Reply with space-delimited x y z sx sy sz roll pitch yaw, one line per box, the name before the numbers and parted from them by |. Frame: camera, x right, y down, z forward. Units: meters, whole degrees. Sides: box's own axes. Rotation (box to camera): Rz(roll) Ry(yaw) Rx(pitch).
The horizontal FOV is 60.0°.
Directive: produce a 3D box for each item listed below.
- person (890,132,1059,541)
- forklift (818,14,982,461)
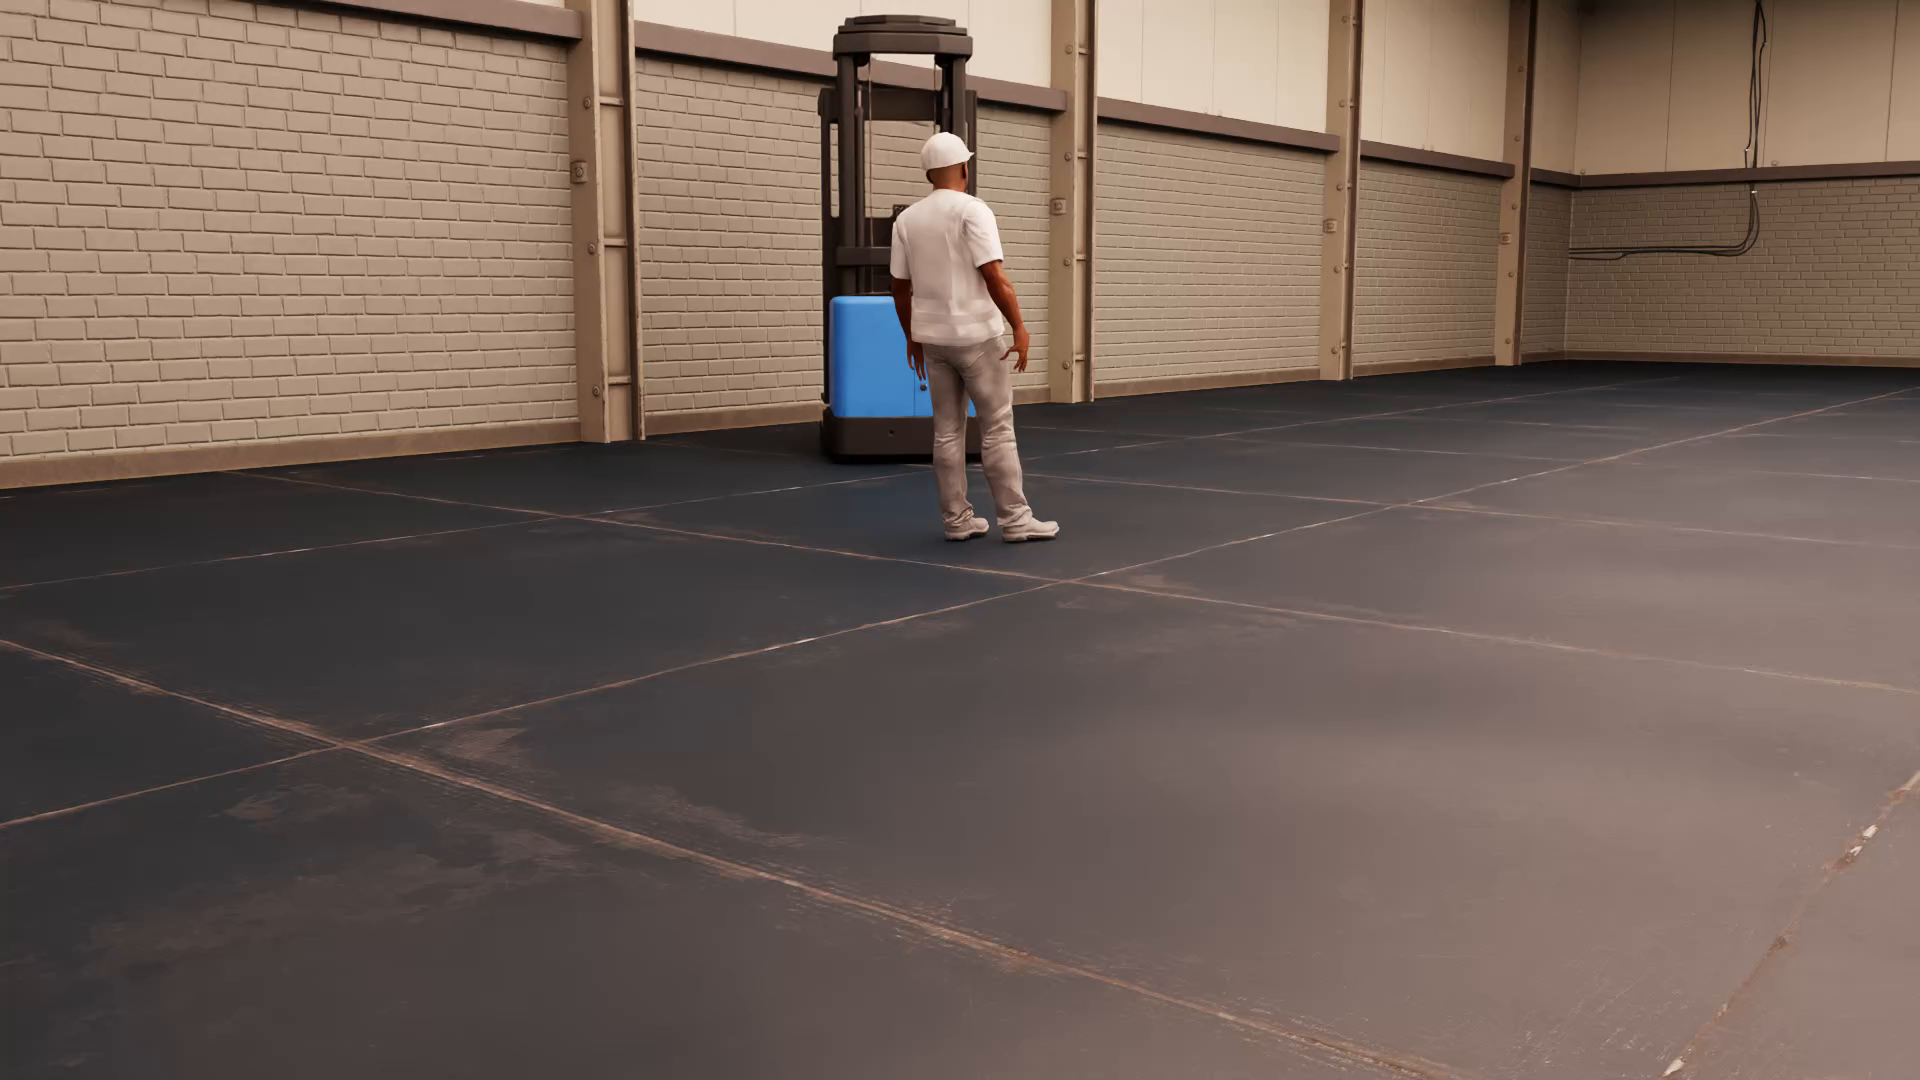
person | 0.048 -0.888 7.326 0.666 1.765 0.577 7 11 38
forklift | -0.454 -2.146 11.950 1.130 2.935 3.031 -1 8 -6
